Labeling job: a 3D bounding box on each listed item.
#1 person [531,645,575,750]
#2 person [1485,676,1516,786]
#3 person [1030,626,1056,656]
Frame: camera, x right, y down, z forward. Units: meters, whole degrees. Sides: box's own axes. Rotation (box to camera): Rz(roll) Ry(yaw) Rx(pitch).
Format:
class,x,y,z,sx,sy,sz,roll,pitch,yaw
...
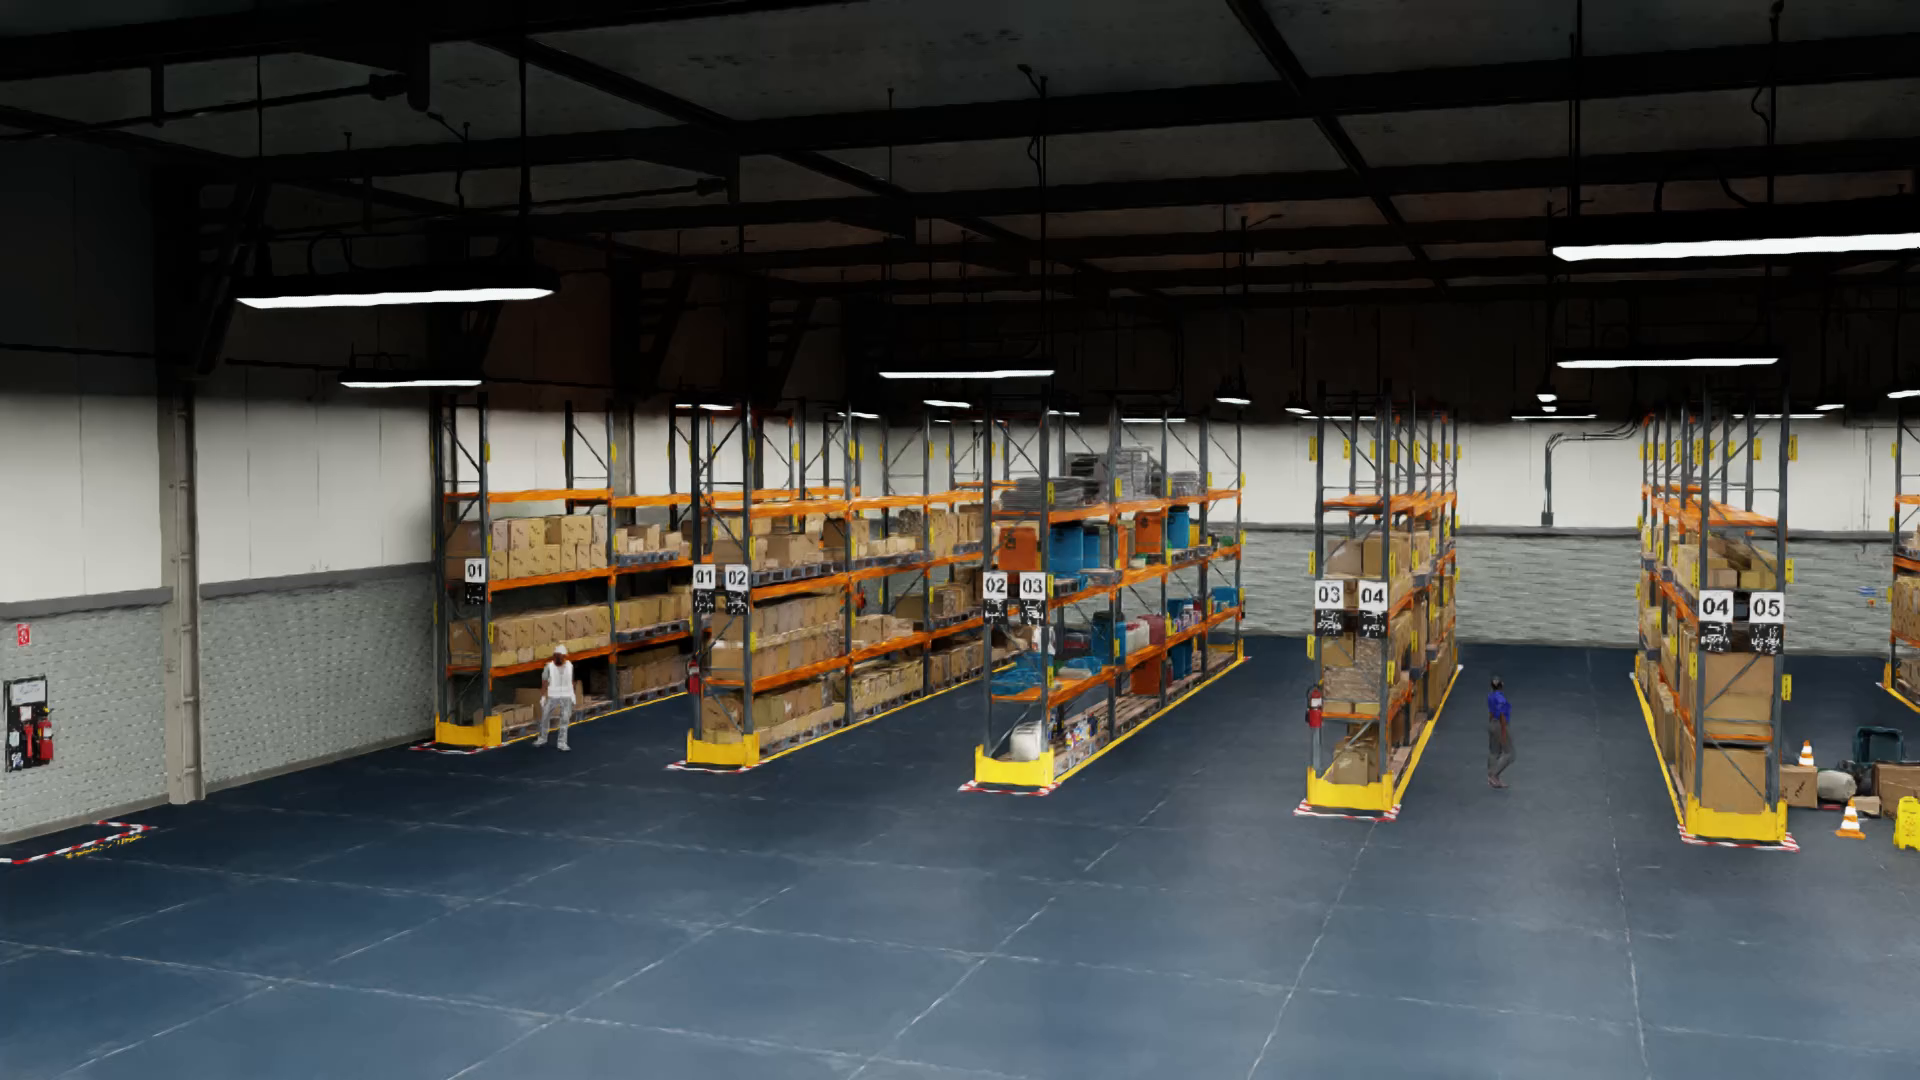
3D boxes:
class,x,y,z,sx,sy,sz,roll,pitch,yaw
person,-6.820,2.631,27.876,0.741,1.773,0.523,-1,3,-21
person,8.006,2.855,24.772,0.423,1.655,0.508,0,3,-8
person,1.654,2.340,33.316,0.668,1.746,0.596,-3,4,-45
